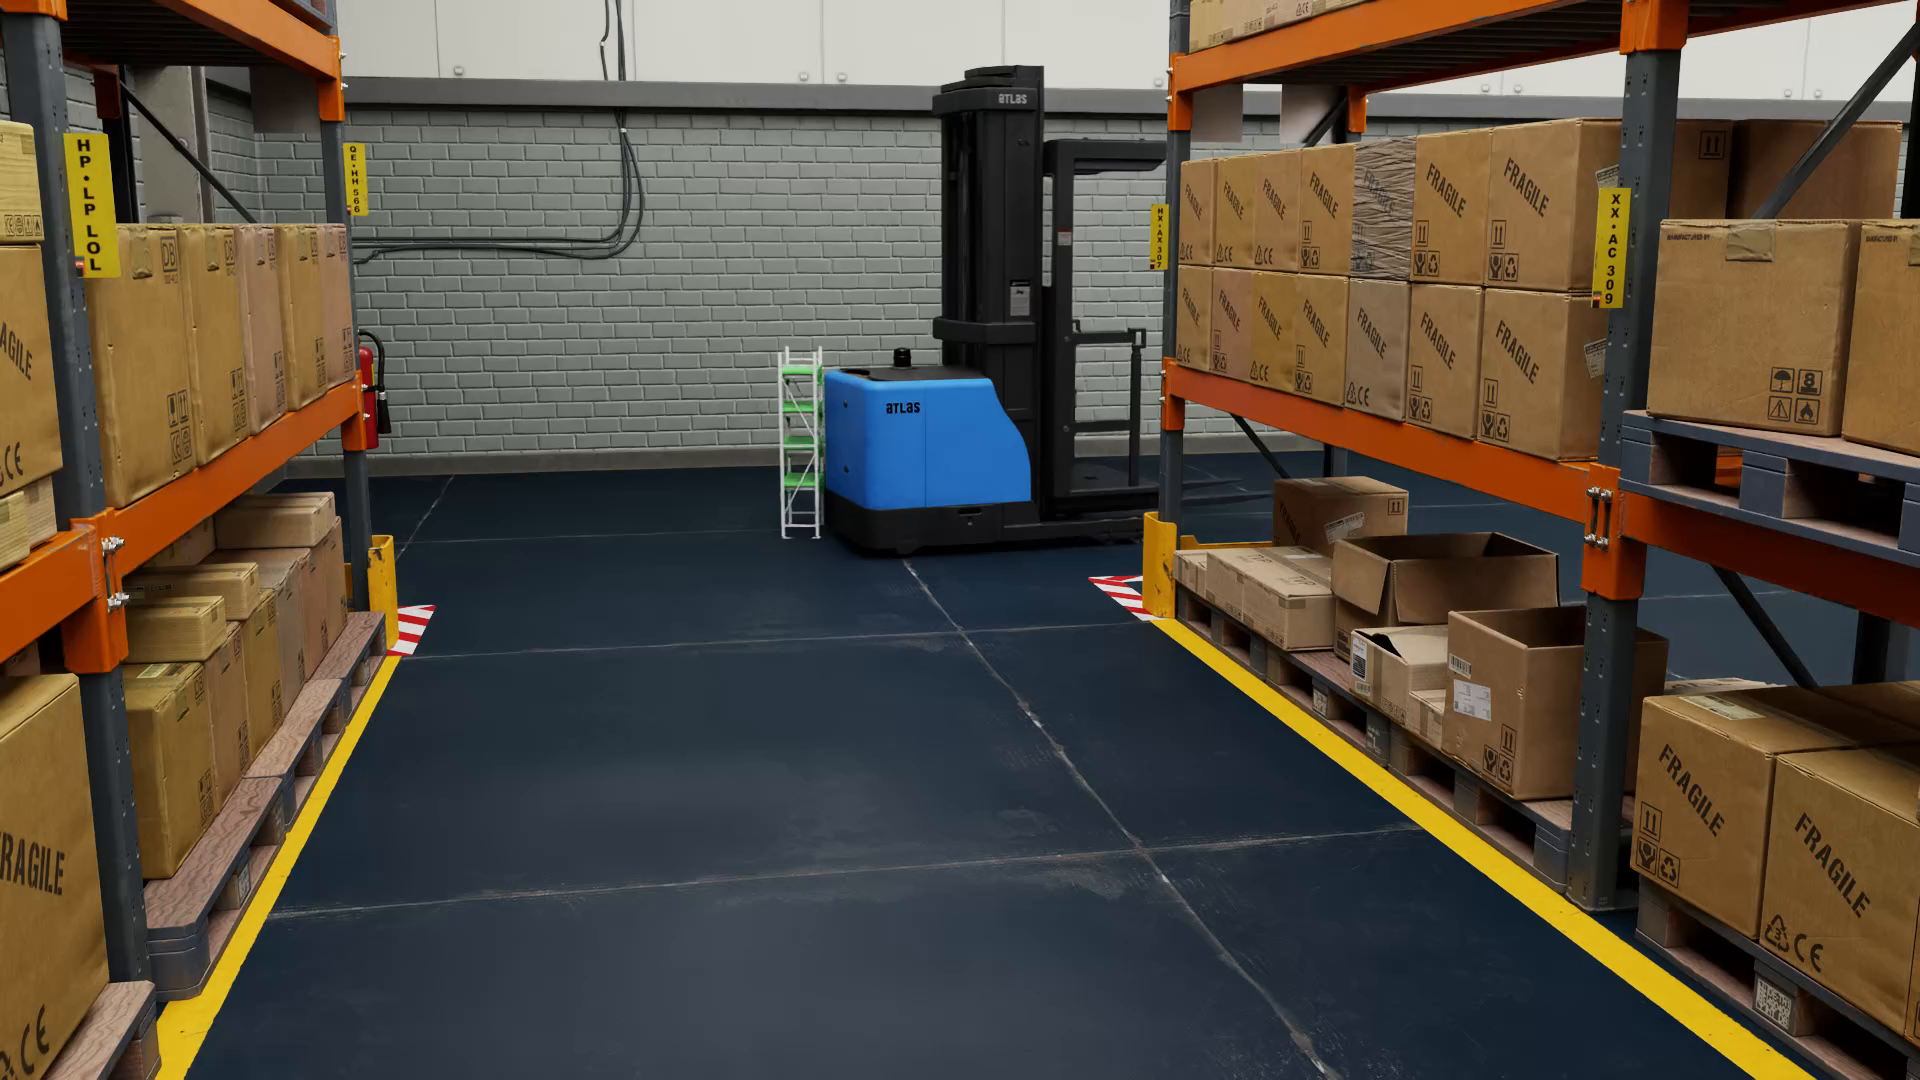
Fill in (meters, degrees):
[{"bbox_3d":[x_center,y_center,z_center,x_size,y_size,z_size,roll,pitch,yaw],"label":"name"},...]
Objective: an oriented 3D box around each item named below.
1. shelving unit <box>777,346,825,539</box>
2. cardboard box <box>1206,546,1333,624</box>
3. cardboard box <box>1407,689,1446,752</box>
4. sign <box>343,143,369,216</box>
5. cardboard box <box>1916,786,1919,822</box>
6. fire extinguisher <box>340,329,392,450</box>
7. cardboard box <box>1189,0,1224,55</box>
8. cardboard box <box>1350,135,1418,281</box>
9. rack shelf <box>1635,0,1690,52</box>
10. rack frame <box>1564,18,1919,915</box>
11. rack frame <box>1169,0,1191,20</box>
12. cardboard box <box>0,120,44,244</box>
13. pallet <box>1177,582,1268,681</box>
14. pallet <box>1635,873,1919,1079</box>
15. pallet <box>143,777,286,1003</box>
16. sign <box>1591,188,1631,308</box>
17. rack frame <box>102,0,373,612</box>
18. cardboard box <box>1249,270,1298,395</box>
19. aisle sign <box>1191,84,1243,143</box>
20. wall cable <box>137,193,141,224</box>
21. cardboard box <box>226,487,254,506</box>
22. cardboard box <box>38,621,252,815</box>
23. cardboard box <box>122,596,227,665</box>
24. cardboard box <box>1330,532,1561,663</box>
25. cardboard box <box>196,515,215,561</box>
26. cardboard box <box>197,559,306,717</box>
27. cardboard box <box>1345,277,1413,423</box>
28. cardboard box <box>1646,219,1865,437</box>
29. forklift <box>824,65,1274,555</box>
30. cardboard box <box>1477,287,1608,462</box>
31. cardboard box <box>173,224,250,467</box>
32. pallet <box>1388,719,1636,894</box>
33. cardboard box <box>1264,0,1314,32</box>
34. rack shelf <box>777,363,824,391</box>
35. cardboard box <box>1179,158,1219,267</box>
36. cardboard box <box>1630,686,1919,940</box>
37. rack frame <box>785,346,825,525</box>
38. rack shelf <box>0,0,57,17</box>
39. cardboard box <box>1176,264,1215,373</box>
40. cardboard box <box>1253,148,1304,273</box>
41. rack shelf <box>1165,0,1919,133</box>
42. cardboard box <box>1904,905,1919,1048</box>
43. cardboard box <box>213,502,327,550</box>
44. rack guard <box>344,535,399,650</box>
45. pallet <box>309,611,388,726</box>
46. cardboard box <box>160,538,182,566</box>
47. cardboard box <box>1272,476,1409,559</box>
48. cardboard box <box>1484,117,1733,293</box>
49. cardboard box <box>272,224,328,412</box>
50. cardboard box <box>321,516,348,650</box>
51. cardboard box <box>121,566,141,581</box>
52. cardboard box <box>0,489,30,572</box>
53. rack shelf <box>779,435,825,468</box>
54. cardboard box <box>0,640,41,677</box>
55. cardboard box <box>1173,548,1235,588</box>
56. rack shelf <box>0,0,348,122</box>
[{"bbox_3d":[-1.033,-0.645,10.876,0.258,1.200,0.503,0,11,0],"label":"shelving unit"},{"bbox_3d":[1.472,0.204,7.778,0.500,0.250,0.500,-2,11,-11],"label":"cardboard box"},{"bbox_3d":[1.805,0.625,5.838,0.380,0.149,0.250,-2,11,-11],"label":"cardboard box"},{"bbox_3d":[-2.776,-1.654,7.632,0.100,0.325,0.005,-2,11,-11],"label":"sign"},{"bbox_3d":[2.375,0.526,3.414,0.500,0.250,0.500,-2,11,-11],"label":"cardboard box"},{"bbox_3d":[-2.888,-0.775,7.948,0.296,0.674,0.183,-2,11,-11],"label":"fire extinguisher"},{"bbox_3d":[1.398,-2.429,7.812,0.500,0.250,0.500,-2,11,-11],"label":"cardboard box"},{"bbox_3d":[1.773,-1.208,6.082,0.500,0.500,0.500,-2,11,-11],"label":"cardboard box"},{"bbox_3d":[2.714,-1.152,2.628,1.077,0.370,4.000,-2,11,-11],"label":"rack shelf"},{"bbox_3d":[2.325,-0.399,4.768,1.000,3.000,0.127,-2,11,-11],"label":"rack frame"},{"bbox_3d":[1.547,-4.079,8.062,1.000,3.000,0.127,-2,11,-11],"label":"rack frame"},{"bbox_3d":[-2.191,-0.715,3.308,0.500,0.250,0.500,-2,11,-10],"label":"cardboard box"},{"bbox_3d":[1.718,0.398,8.042,1.003,0.211,1.213,-2,11,-11],"label":"pallet"},{"bbox_3d":[2.521,1.119,4.252,1.003,0.211,1.213,-2,11,-11],"label":"pallet"},{"bbox_3d":[-2.604,1.010,4.826,1.003,0.211,1.213,-2,11,-11],"label":"pallet"},{"bbox_3d":[1.795,-0.803,4.576,0.100,0.325,0.005,-2,11,-11],"label":"sign"},{"bbox_3d":[-3.311,-0.951,7.672,1.000,3.000,0.127,-2,11,-11],"label":"rack frame"},{"bbox_3d":[1.576,-0.904,7.155,0.500,0.500,0.500,-2,11,-11],"label":"cardboard box"},{"bbox_3d":[1.246,-2.411,8.389,0.394,0.787,0.004,-2,11,-11],"label":"aisle sign"},{"bbox_3d":[-4.488,-1.651,8.631,0.084,1.984,1.851,-2,11,-11],"label":"wall cable"},{"bbox_3d":[-3.297,-0.139,7.233,0.380,0.149,0.250,-2,11,-11],"label":"cardboard box"},{"bbox_3d":[-2.672,0.571,5.237,0.700,0.500,0.500,-2,11,-12],"label":"cardboard box"},{"bbox_3d":[-2.465,0.275,5.057,0.380,0.149,0.250,-2,11,-9],"label":"cardboard box"},{"bbox_3d":[1.955,0.267,6.770,0.797,0.503,0.637,-2,11,-11],"label":"cardboard box"},{"bbox_3d":[-3.150,0.000,6.504,0.380,0.149,0.250,-2,11,-11],"label":"cardboard box"},{"bbox_3d":[-2.881,0.379,6.245,0.700,0.500,0.500,-2,11,-13],"label":"cardboard box"},{"bbox_3d":[1.773,-0.719,6.182,0.500,0.500,0.500,-2,11,-10],"label":"cardboard box"},{"bbox_3d":[2.198,-0.559,4.220,0.700,0.500,0.500,-6,12,-30],"label":"cardboard box"},{"bbox_3d":[0.683,-1.498,10.731,3.031,2.935,1.130,-4,11,-20],"label":"forklift"},{"bbox_3d":[1.977,-0.530,5.191,0.500,0.500,0.500,-2,11,-10],"label":"cardboard box"},{"bbox_3d":[-2.759,-0.599,5.020,0.980,0.700,0.700,-2,11,-12],"label":"cardboard box"},{"bbox_3d":[2.193,0.845,5.691,1.003,0.211,1.213,-2,11,-11],"label":"pallet"},{"bbox_3d":[1.581,-2.245,6.847,0.500,0.250,0.500,-2,11,-11],"label":"cardboard box"},{"bbox_3d":[-1.033,-1.054,10.799,0.258,0.148,0.480,0,11,0],"label":"rack shelf"},{"bbox_3d":[1.375,-1.582,8.042,0.500,0.500,0.500,-2,11,-9],"label":"cardboard box"},{"bbox_3d":[2.181,0.711,4.448,0.500,0.500,0.500,-3,11,-14],"label":"cardboard box"},{"bbox_3d":[-1.034,-0.691,11.116,0.240,1.200,0.015,0,11,0],"label":"rack frame"},{"bbox_3d":[-2.144,-0.971,1.678,1.077,0.370,4.000,-2,11,-11],"label":"rack shelf"},{"bbox_3d":[1.375,-1.090,8.135,0.500,0.500,0.500,-2,11,-10],"label":"cardboard box"},{"bbox_3d":[1.577,-1.394,7.056,0.500,0.500,0.500,-2,11,-10],"label":"cardboard box"},{"bbox_3d":[1.936,-1.886,6.482,1.077,0.370,4.000,-2,11,-11],"label":"rack shelf"},{"bbox_3d":[2.385,0.900,3.453,0.500,0.500,0.500,-2,11,-10],"label":"cardboard box"},{"bbox_3d":[-2.822,-0.060,6.816,0.380,0.149,0.250,-2,11,-9],"label":"cardboard box"},{"bbox_3d":[-3.315,0.272,7.929,1.175,0.500,0.348,-2,11,-11],"label":"rack guard"},{"bbox_3d":[-3.079,0.562,7.178,1.003,0.211,1.213,-2,11,-11],"label":"pallet"},{"bbox_3d":[-3.049,0.093,6.012,0.380,0.149,0.250,-2,11,-10],"label":"cardboard box"},{"bbox_3d":[1.895,-0.030,8.338,0.500,0.500,0.500,-2,11,-11],"label":"cardboard box"},{"bbox_3d":[1.973,-1.022,5.103,0.500,0.500,0.500,-2,11,-11],"label":"cardboard box"},{"bbox_3d":[-3.049,-0.872,6.456,0.980,0.700,0.700,-2,11,-11],"label":"cardboard box"},{"bbox_3d":[-3.077,0.195,7.211,0.700,0.500,0.500,-2,11,-11],"label":"cardboard box"},{"bbox_3d":[-2.949,0.187,5.519,0.380,0.149,0.250,-2,11,-10],"label":"cardboard box"},{"bbox_3d":[-2.117,-0.007,3.329,0.380,0.149,0.250,-2,11,-10],"label":"cardboard box"},{"bbox_3d":[-1.033,-0.582,10.888,0.258,0.148,0.480,0,11,0],"label":"rack shelf"},{"bbox_3d":[-2.744,0.378,4.514,0.380,0.149,0.250,-2,11,-11],"label":"cardboard box"},{"bbox_3d":[1.292,0.141,8.379,0.380,0.149,0.250,-2,11,-11],"label":"cardboard box"},{"bbox_3d":[-2.922,-1.705,5.532,1.077,0.370,4.000,-2,11,-11],"label":"rack shelf"}]
